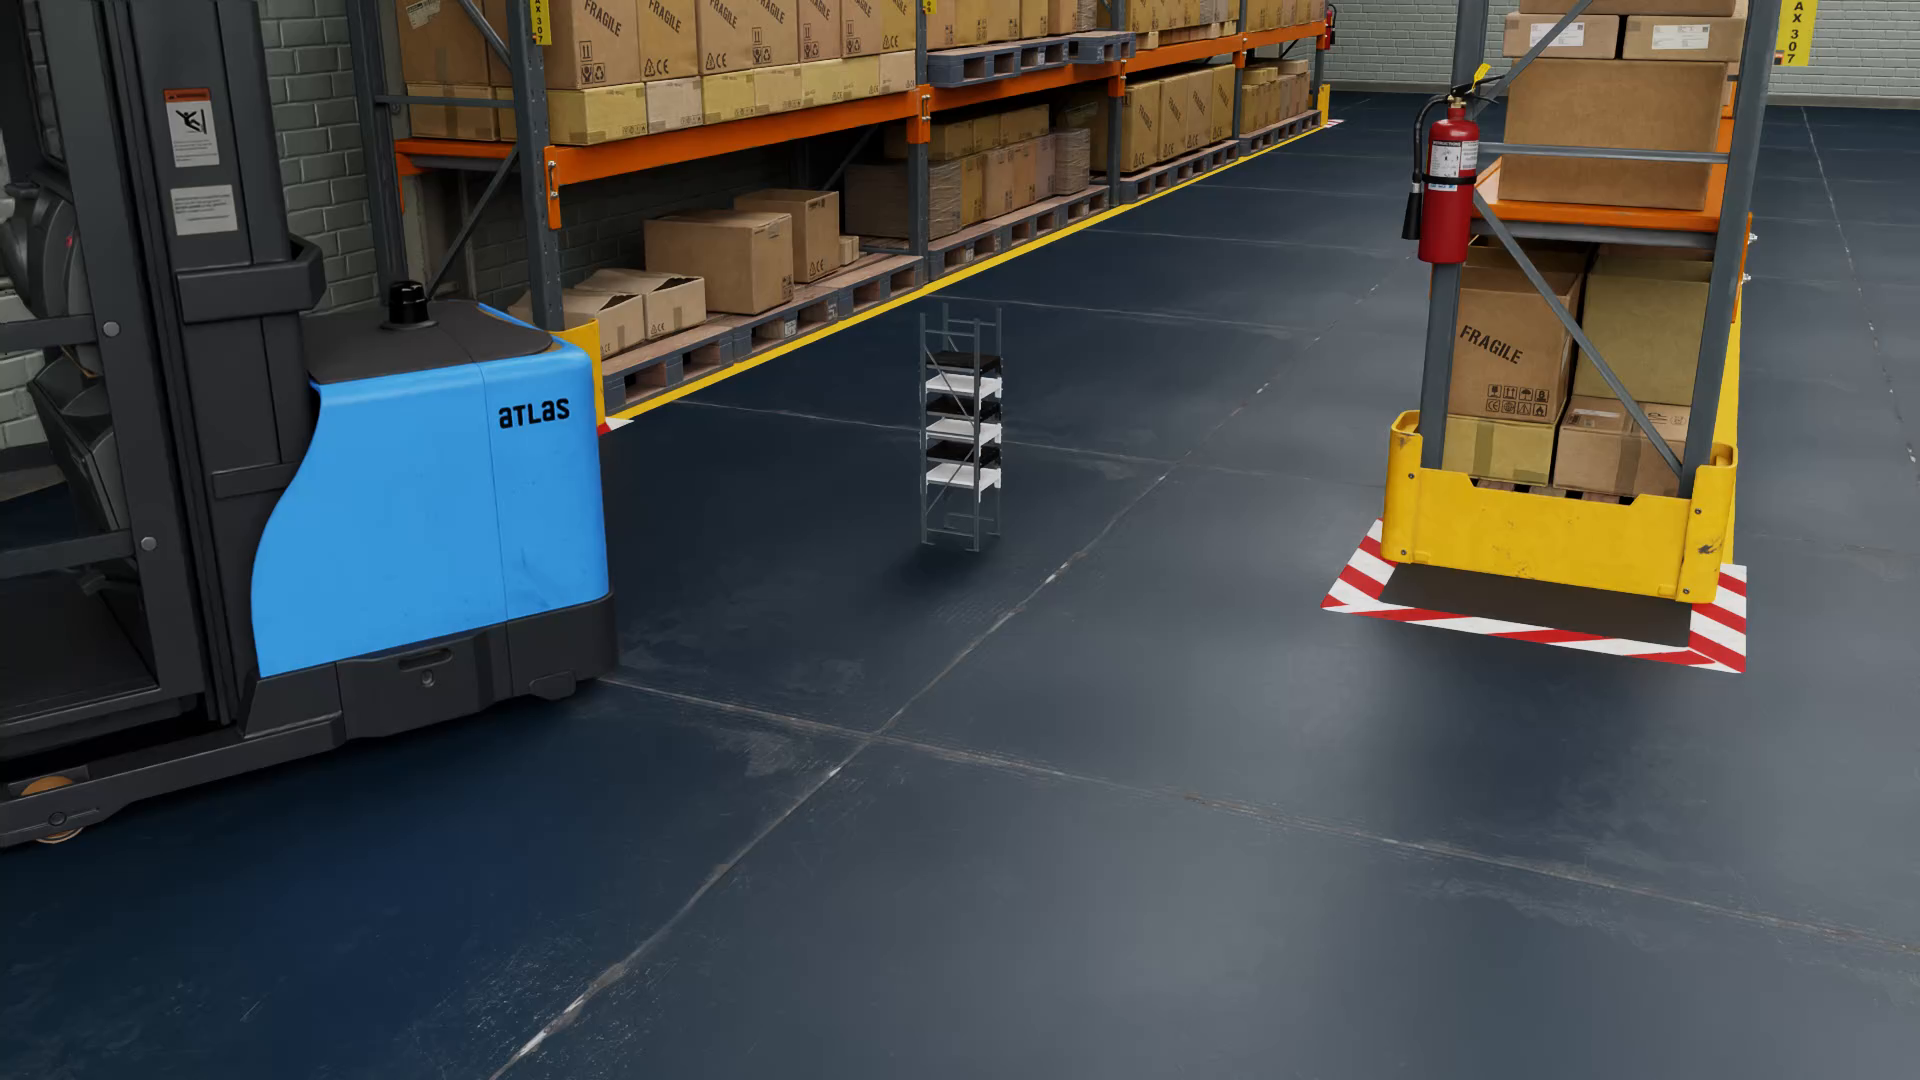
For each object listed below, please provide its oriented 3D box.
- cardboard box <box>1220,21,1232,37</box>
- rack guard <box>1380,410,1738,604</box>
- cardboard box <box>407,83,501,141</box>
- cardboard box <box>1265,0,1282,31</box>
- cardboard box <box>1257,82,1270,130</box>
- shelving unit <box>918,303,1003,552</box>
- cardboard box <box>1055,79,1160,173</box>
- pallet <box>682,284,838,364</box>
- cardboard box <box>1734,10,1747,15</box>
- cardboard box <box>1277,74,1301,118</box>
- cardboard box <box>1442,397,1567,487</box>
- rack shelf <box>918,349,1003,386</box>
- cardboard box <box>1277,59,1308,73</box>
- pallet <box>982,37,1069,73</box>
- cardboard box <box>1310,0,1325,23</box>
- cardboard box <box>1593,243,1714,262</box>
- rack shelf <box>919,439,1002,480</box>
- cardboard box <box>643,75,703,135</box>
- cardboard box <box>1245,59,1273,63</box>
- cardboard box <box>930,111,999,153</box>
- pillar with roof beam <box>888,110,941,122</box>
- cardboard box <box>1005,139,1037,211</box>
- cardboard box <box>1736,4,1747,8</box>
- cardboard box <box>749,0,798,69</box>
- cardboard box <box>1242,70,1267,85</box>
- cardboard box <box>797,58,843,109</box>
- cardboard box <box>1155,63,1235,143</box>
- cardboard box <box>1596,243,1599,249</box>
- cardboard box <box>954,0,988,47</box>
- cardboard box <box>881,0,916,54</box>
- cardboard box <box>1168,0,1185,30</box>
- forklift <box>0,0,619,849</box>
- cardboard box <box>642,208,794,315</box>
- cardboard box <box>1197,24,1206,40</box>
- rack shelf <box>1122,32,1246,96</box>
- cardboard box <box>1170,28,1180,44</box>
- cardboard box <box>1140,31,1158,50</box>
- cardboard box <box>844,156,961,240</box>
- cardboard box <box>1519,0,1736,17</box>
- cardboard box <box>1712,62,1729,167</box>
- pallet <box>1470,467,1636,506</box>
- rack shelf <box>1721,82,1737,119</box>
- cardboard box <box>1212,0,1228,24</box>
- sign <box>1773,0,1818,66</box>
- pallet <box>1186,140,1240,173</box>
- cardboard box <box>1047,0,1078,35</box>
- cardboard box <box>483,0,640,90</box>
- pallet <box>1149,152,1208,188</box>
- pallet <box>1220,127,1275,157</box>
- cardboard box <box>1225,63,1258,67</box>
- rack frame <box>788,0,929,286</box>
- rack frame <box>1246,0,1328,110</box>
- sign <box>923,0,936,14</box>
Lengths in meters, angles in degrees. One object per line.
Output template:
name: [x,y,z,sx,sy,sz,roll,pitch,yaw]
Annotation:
cardboard box: [2.617,-5.337,17.345,0.380,0.149,0.250,9,21,24]
rack guard: [2.176,-0.137,6.107,1.175,0.500,0.348,9,21,23]
cardboard box: [-2.321,-2.109,8.115,0.500,0.250,0.500,9,21,23]
cardboard box: [3.119,-6.196,18.967,0.980,0.700,0.700,8,21,21]
cardboard box: [3.187,-5.057,19.314,0.700,0.500,0.500,8,21,22]
shelving unit: [0.003,-0.426,6.325,0.258,0.900,0.210,9,21,23]
cardboard box: [1.361,-3.838,15.365,0.750,0.750,0.750,8,21,22]
pallet: [-1.438,-1.325,9.879,1.003,0.211,1.213,9,21,23]
cardboard box: [2.752,-1.922,6.280,0.380,0.149,0.250,9,21,23]
cardboard box: [3.816,-5.531,20.648,0.700,0.500,0.500,8,21,23]
cardboard box: [2.135,-0.429,6.674,0.500,0.250,0.500,9,21,23]
rack shelf: [0.003,-0.649,6.246,0.258,0.077,0.200,9,21,23]
cardboard box: [4.135,-5.925,20.789,0.380,0.149,0.250,8,21,22]
pallet: [0.167,-3.745,12.808,1.003,0.211,1.213,9,21,23]
cardboard box: [4.017,-6.876,20.878,0.980,0.700,0.700,10,22,25]
cardboard box: [3.004,-1.019,7.214,0.500,0.500,0.500,9,21,23]
rack shelf: [0.003,-0.310,6.366,0.258,0.077,0.200,9,21,23]
cardboard box: [-1.646,-2.205,8.388,0.500,0.250,0.500,8,21,21]
cardboard box: [3.683,-5.900,20.719,0.380,0.149,0.250,9,21,23]
cardboard box: [-0.024,-3.128,12.742,0.500,0.250,0.500,8,21,21]
pillar with roof beam: [3.546,-6.403,11.044,9.100,9.000,0.400,9,21,23]
cardboard box: [0.199,-2.951,13.364,0.700,0.500,0.500,8,21,22]
cardboard box: [3.068,-2.159,6.946,0.380,0.149,0.250,8,21,22]
cardboard box: [-1.236,-2.863,9.119,0.500,0.500,0.500,9,22,24]
cardboard box: [3.285,-5.289,18.999,0.380,0.149,0.250,9,22,25]
cardboard box: [-1.018,-2.669,9.690,0.500,0.250,0.500,8,21,22]
cardboard box: [2.431,-4.637,17.613,0.750,0.750,0.750,9,21,23]
cardboard box: [2.736,-1.243,7.844,0.500,0.500,0.500,9,21,23]
cardboard box: [-0.223,-3.798,11.867,0.700,0.500,0.500,11,22,28]
cardboard box: [-0.609,-3.328,10.426,0.500,0.500,0.500,8,21,23]
cardboard box: [1.800,-5.066,15.615,0.500,0.500,0.500,8,21,22]
forklift: [-2.553,-0.764,4.244,3.031,2.935,1.130,-14,24,-33]
cardboard box: [-1.391,-1.621,9.624,0.700,0.500,0.500,7,21,19]
cardboard box: [2.254,-5.110,16.705,0.380,0.149,0.250,9,21,23]
rack shelf: [1.759,-4.718,16.333,1.077,0.370,4.000,9,21,23]
cardboard box: [1.905,-4.876,16.049,0.380,0.149,0.250,9,21,23]
cardboard box: [1.584,-4.551,15.135,0.380,0.149,0.250,9,22,24]
cardboard box: [-0.411,-2.480,12.040,0.700,0.500,0.500,9,22,25]
cardboard box: [2.410,-2.137,5.917,0.700,0.500,0.500,9,21,23]
cardboard box: [2.807,-1.822,6.966,0.700,0.500,0.500,9,21,23]
pallet: [2.460,-0.248,6.850,1.003,0.211,1.213,9,21,23]
rack shelf: [4.642,-2.817,10.987,1.077,0.370,4.000,9,21,23]
cardboard box: [2.420,-5.532,16.926,0.500,0.500,0.500,9,21,23]
sign: [2.689,-1.689,5.331,0.100,0.325,0.005,9,21,23]
pallet: [2.331,-4.109,17.707,1.003,0.211,1.213,9,21,23]
cardboard box: [0.553,-4.381,13.504,0.700,0.500,0.500,6,21,18]
cardboard box: [-1.866,-2.397,7.808,0.500,0.500,0.500,9,21,23]
pallet: [1.833,-3.734,16.654,1.003,0.211,1.213,9,21,23]
pallet: [2.961,-4.577,19.023,1.003,0.211,1.213,9,21,23]
cardboard box: [3.372,-5.667,20.064,0.380,0.149,0.250,9,21,23]
rack frame: [-0.698,-3.223,11.055,1.000,3.000,0.127,9,21,23]
rack frame: [4.216,-6.892,21.370,1.000,3.000,0.127,9,21,23]
sign: [-0.199,-3.559,10.708,0.100,0.325,0.005,9,21,23]
